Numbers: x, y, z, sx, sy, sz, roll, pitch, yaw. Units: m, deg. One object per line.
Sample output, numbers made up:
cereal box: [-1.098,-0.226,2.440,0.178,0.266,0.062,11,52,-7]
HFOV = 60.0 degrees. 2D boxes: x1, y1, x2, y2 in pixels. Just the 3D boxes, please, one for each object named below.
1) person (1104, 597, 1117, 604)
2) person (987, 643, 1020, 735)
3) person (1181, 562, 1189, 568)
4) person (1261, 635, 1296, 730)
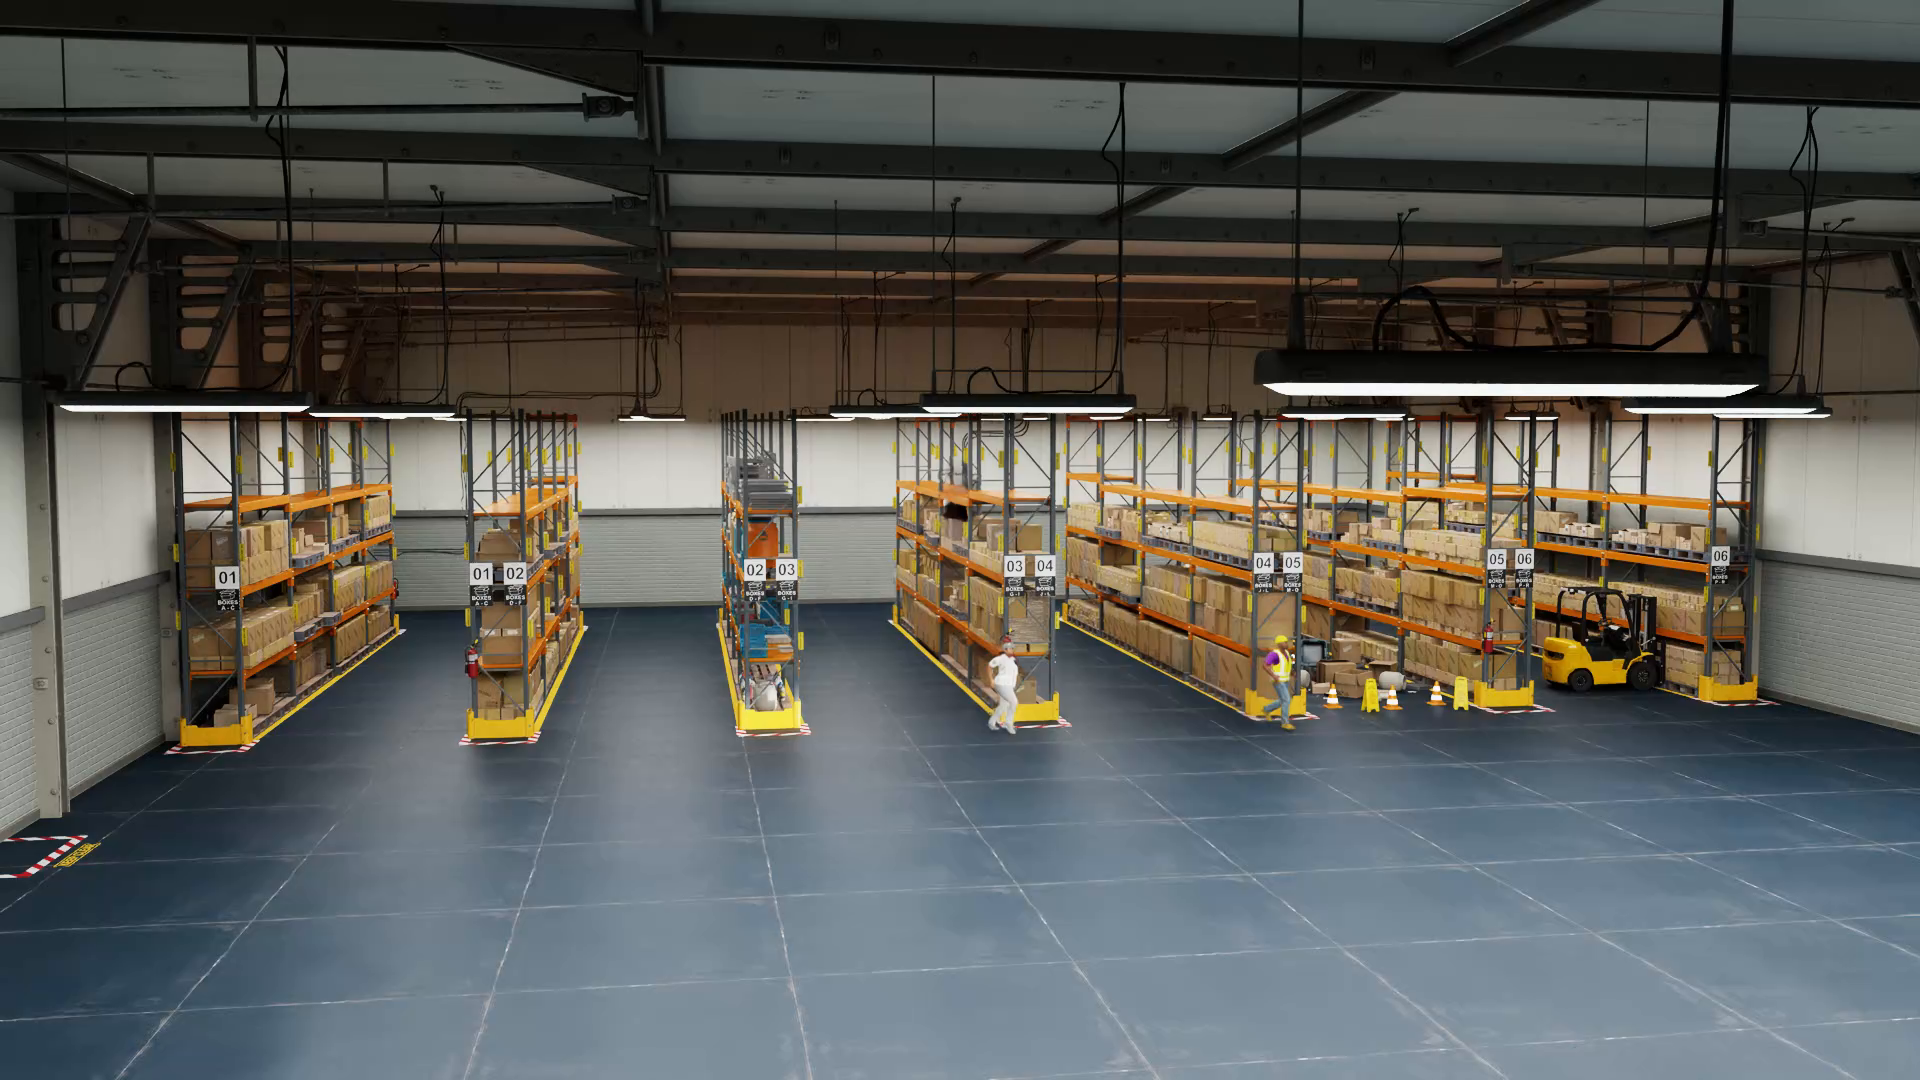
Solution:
person: [4.348,1.443,49.595,0.561,1.649,0.690,3,5,38]
person: [0.867,2.740,30.972,0.686,1.647,0.597,3,5,35]
person: [6.797,1.322,50.514,0.507,1.732,0.718,-1,4,-10]
person: [6.010,2.663,31.356,0.794,1.749,0.730,3,5,39]
